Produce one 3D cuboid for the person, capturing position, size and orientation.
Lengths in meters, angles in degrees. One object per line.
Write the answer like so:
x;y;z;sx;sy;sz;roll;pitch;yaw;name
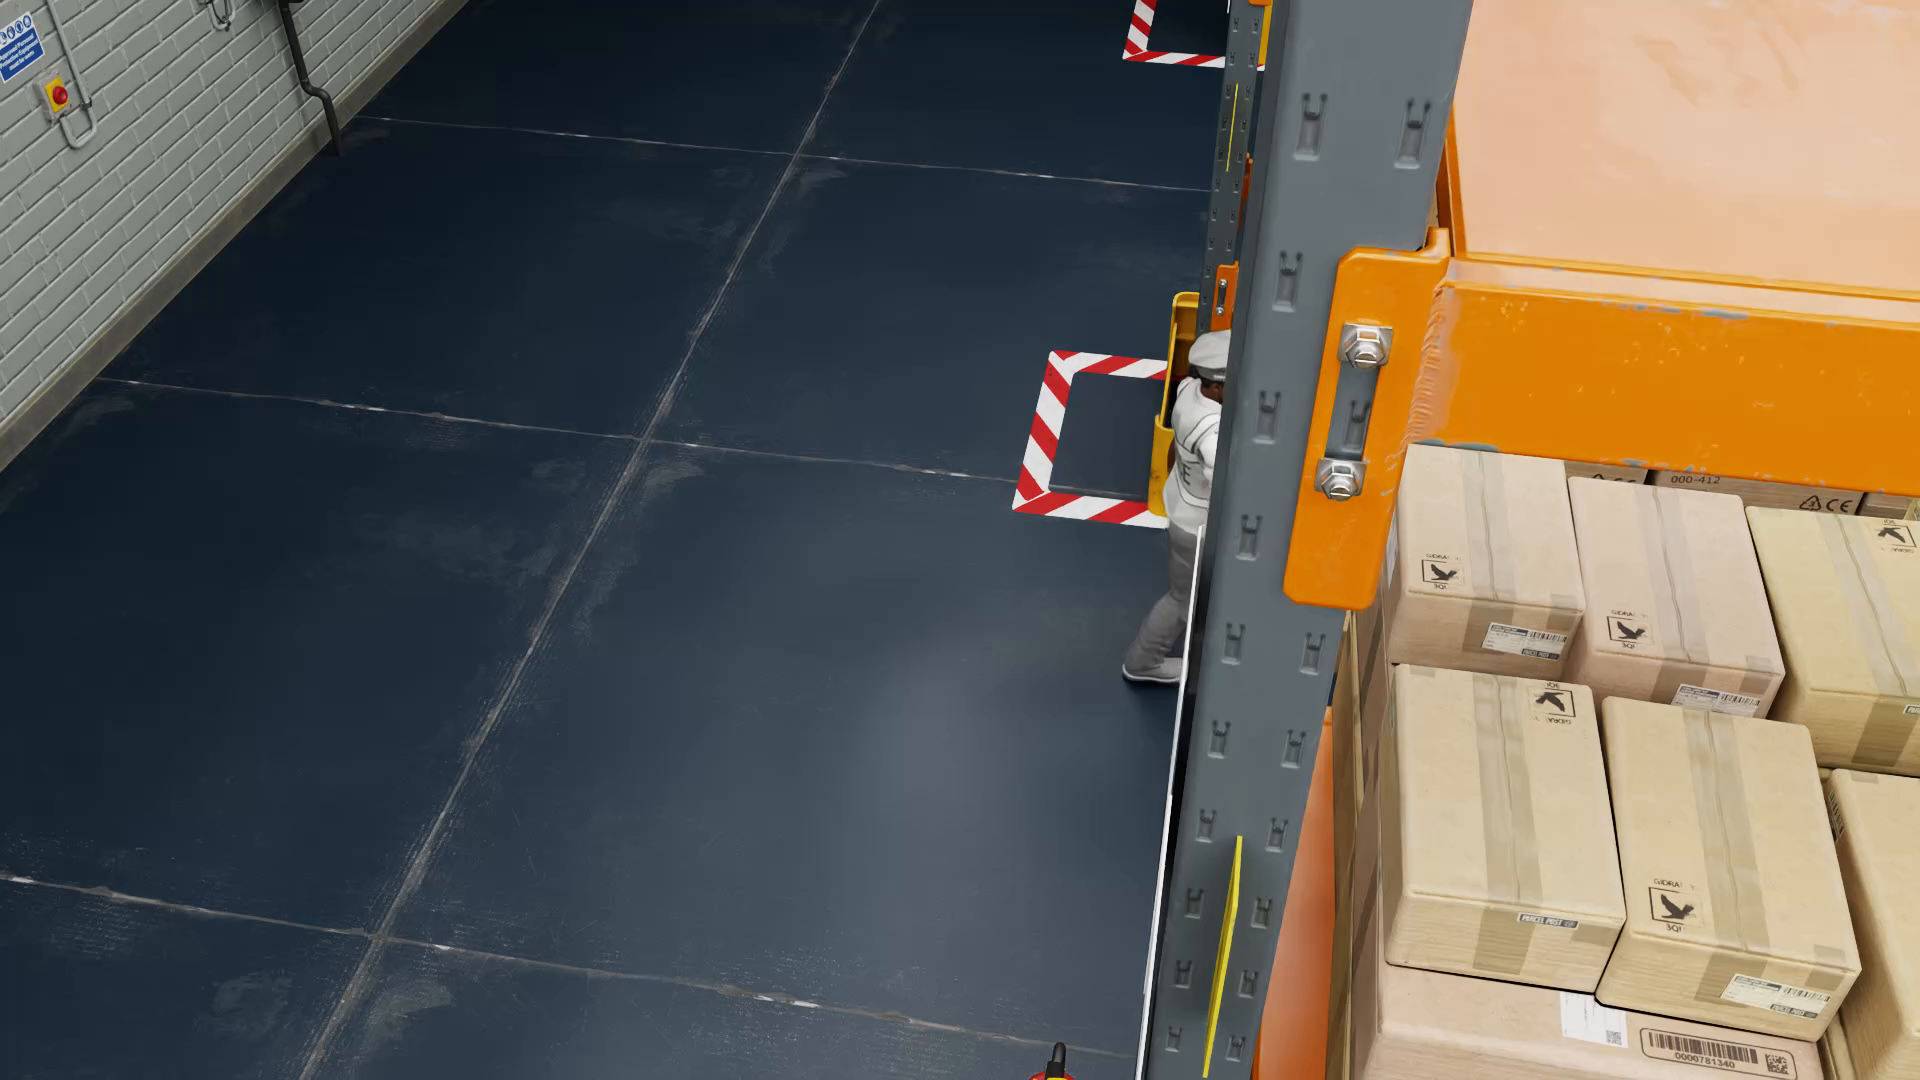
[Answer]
1.059;-0.105;6.488;0.764;1.662;0.494;-1;41;-1;person
